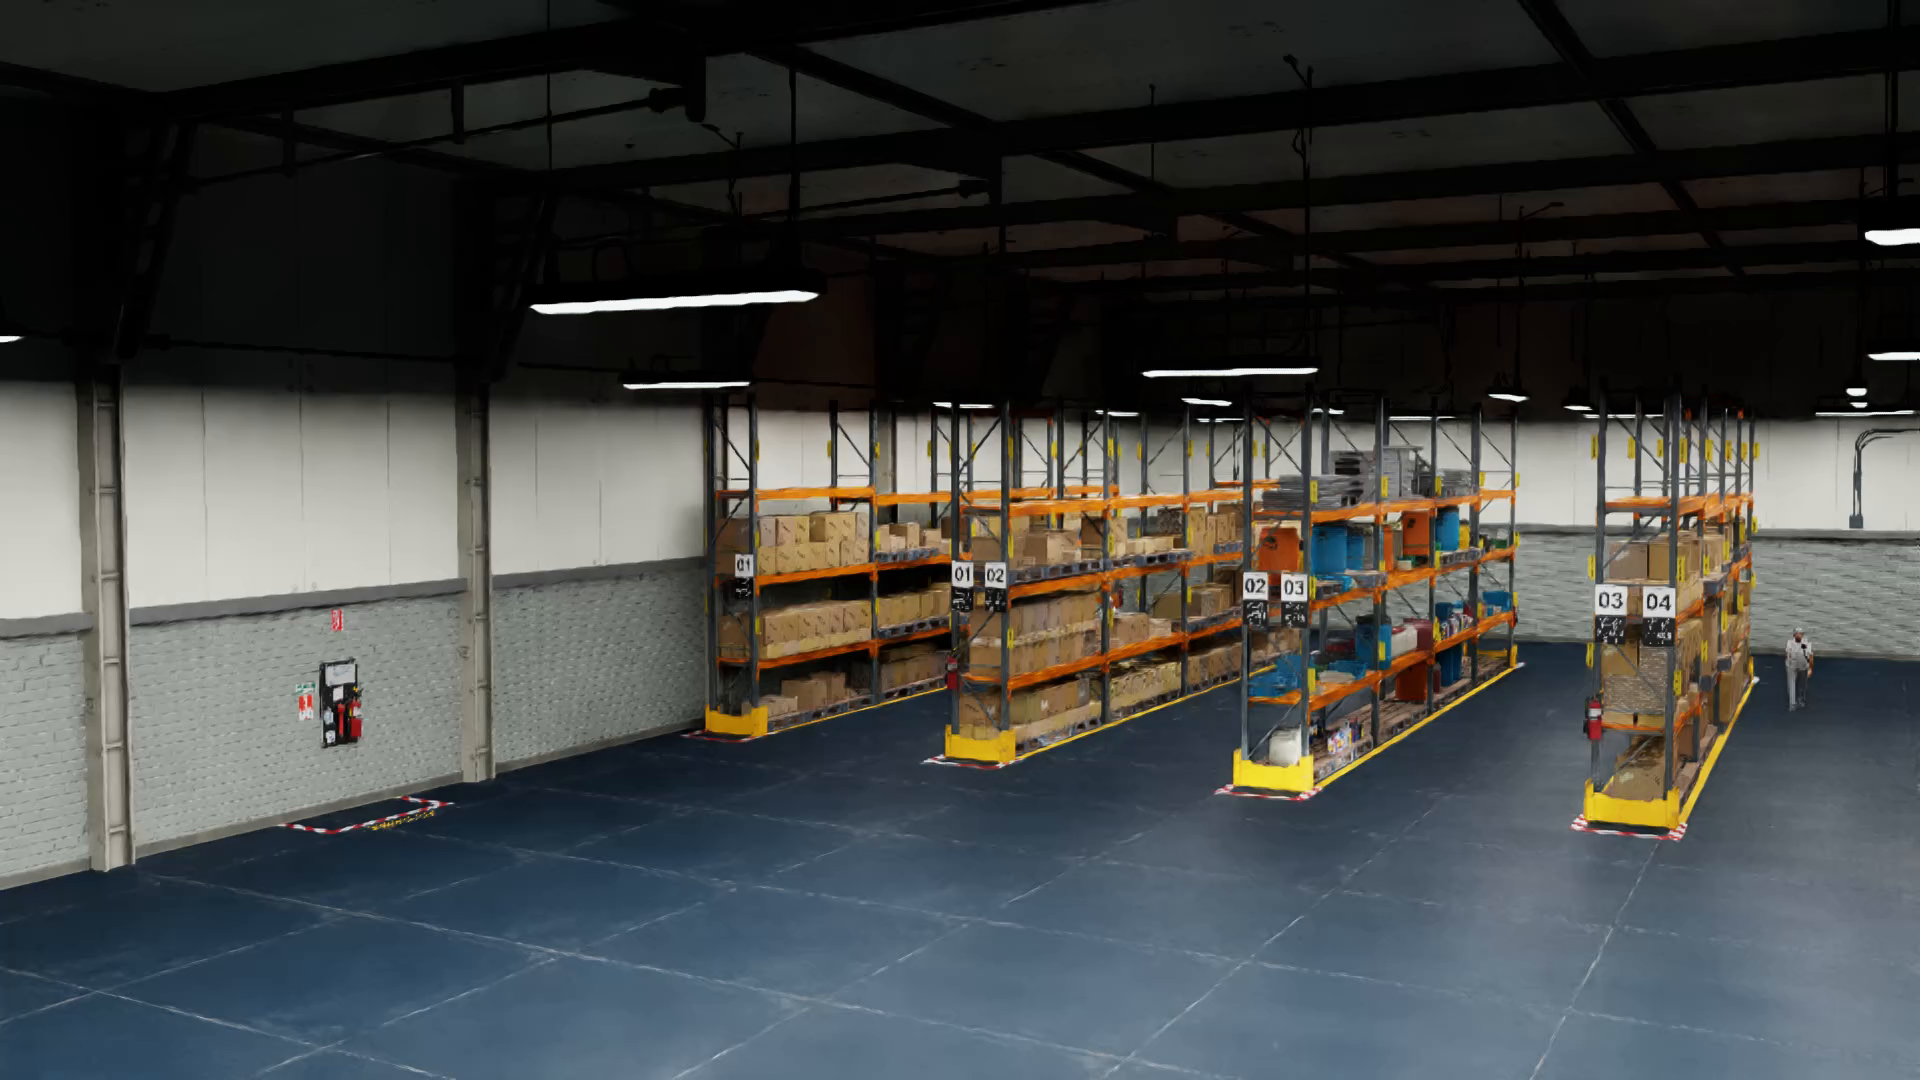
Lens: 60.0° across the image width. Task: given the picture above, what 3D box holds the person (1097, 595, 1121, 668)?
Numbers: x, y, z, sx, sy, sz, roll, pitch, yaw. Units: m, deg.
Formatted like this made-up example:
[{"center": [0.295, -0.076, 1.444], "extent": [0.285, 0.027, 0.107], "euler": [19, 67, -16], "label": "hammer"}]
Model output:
[{"center": [3.398, 2.103, 37.846], "extent": [0.677, 1.726, 0.574], "euler": [2, 3, 26], "label": "person"}]

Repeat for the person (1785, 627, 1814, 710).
[{"center": [16.187, 2.462, 32.065], "extent": [0.493, 1.605, 1.000], "euler": [2, 3, 27], "label": "person"}]
